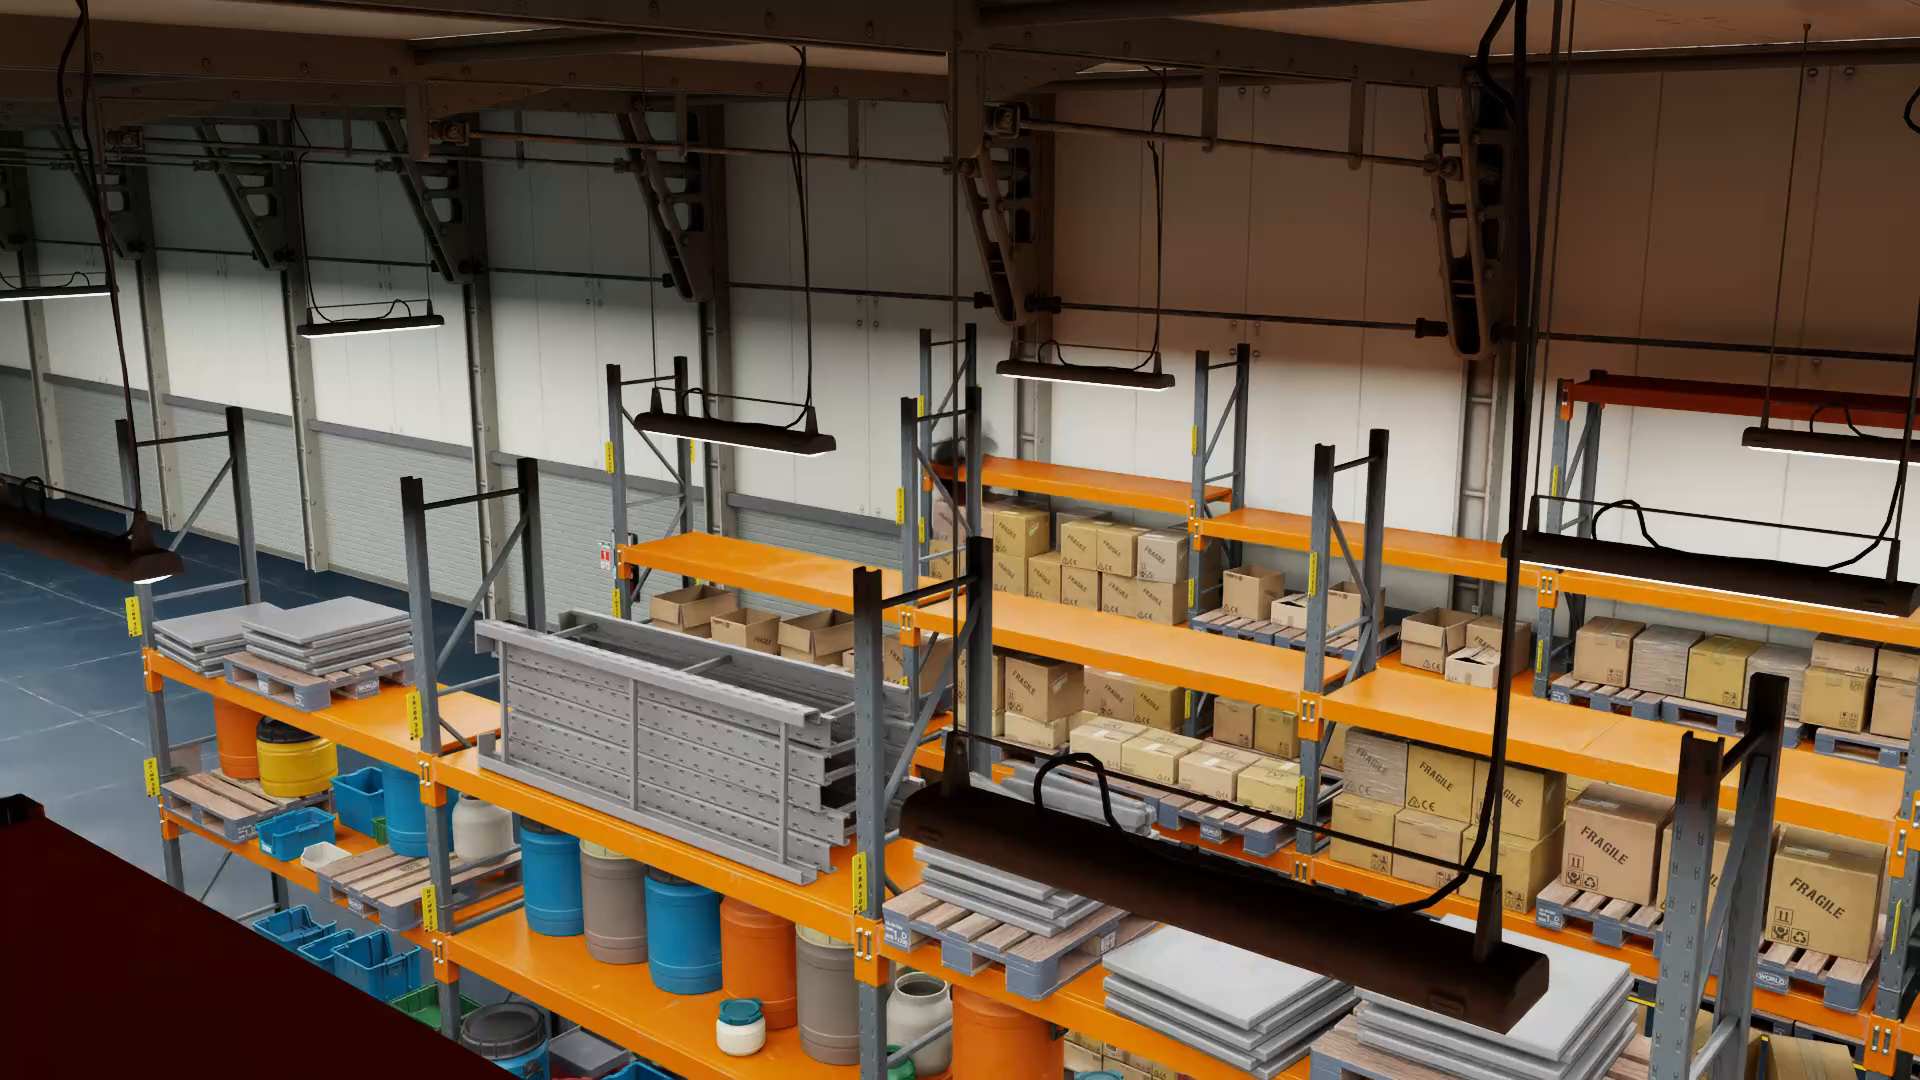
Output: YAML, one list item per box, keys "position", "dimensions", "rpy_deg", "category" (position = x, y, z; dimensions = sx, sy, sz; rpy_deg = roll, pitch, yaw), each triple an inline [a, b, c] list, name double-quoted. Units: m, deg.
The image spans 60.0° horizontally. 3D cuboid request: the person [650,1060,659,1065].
- position: [-2.918, 3.975, 14.876]
  dimensions: [0.739, 1.770, 0.631]
  rpy_deg: [7, 14, 27]
  category: "person"
